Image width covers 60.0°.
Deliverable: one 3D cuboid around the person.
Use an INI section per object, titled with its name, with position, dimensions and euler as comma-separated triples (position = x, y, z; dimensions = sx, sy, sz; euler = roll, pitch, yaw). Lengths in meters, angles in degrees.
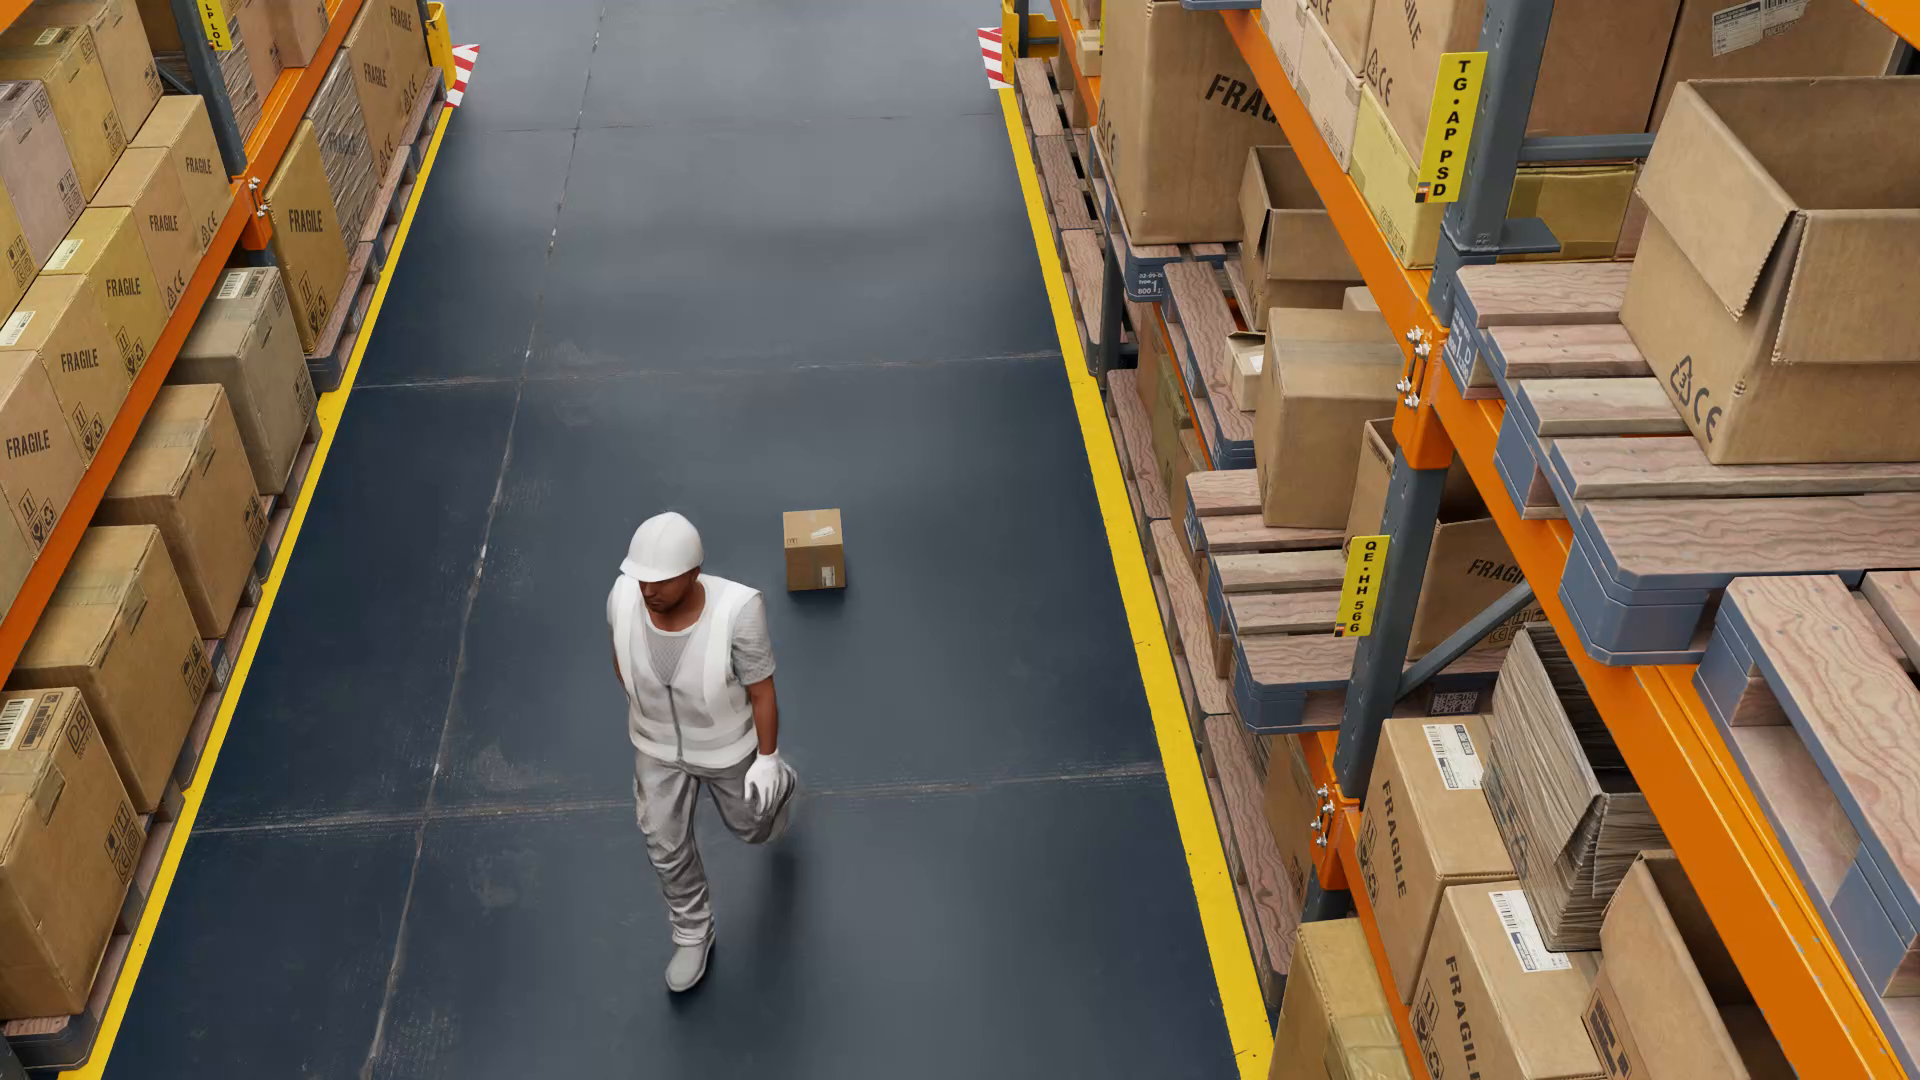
[person]
position = -0.830, 0.597, 5.382
dimensions = 0.582, 1.754, 0.890
euler = 6, 39, 8
